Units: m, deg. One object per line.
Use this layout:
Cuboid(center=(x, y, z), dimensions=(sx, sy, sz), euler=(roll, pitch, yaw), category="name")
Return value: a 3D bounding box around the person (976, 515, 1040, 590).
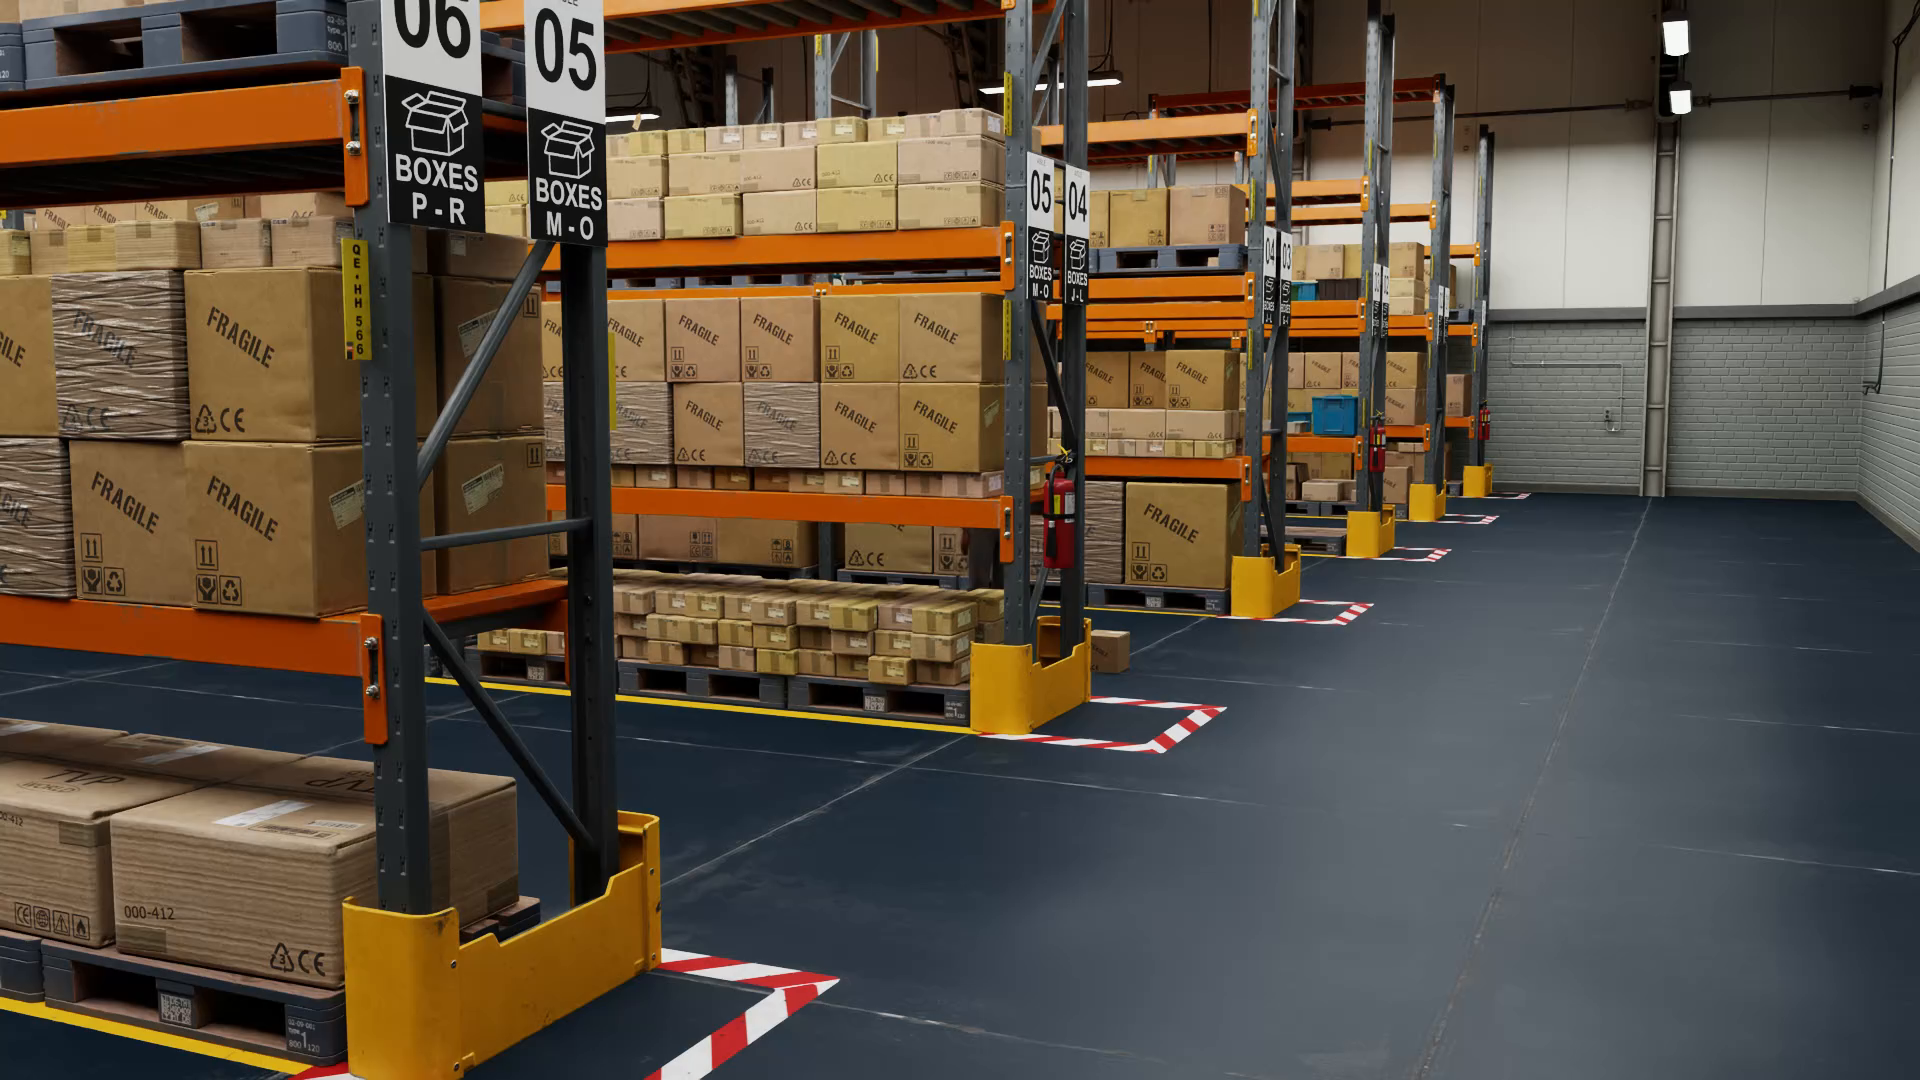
Cuboid(center=(0.316, 0.000, 11.839), dimensions=(0.514, 1.689, 0.369), euler=(-3, 6, -26), category="person")
